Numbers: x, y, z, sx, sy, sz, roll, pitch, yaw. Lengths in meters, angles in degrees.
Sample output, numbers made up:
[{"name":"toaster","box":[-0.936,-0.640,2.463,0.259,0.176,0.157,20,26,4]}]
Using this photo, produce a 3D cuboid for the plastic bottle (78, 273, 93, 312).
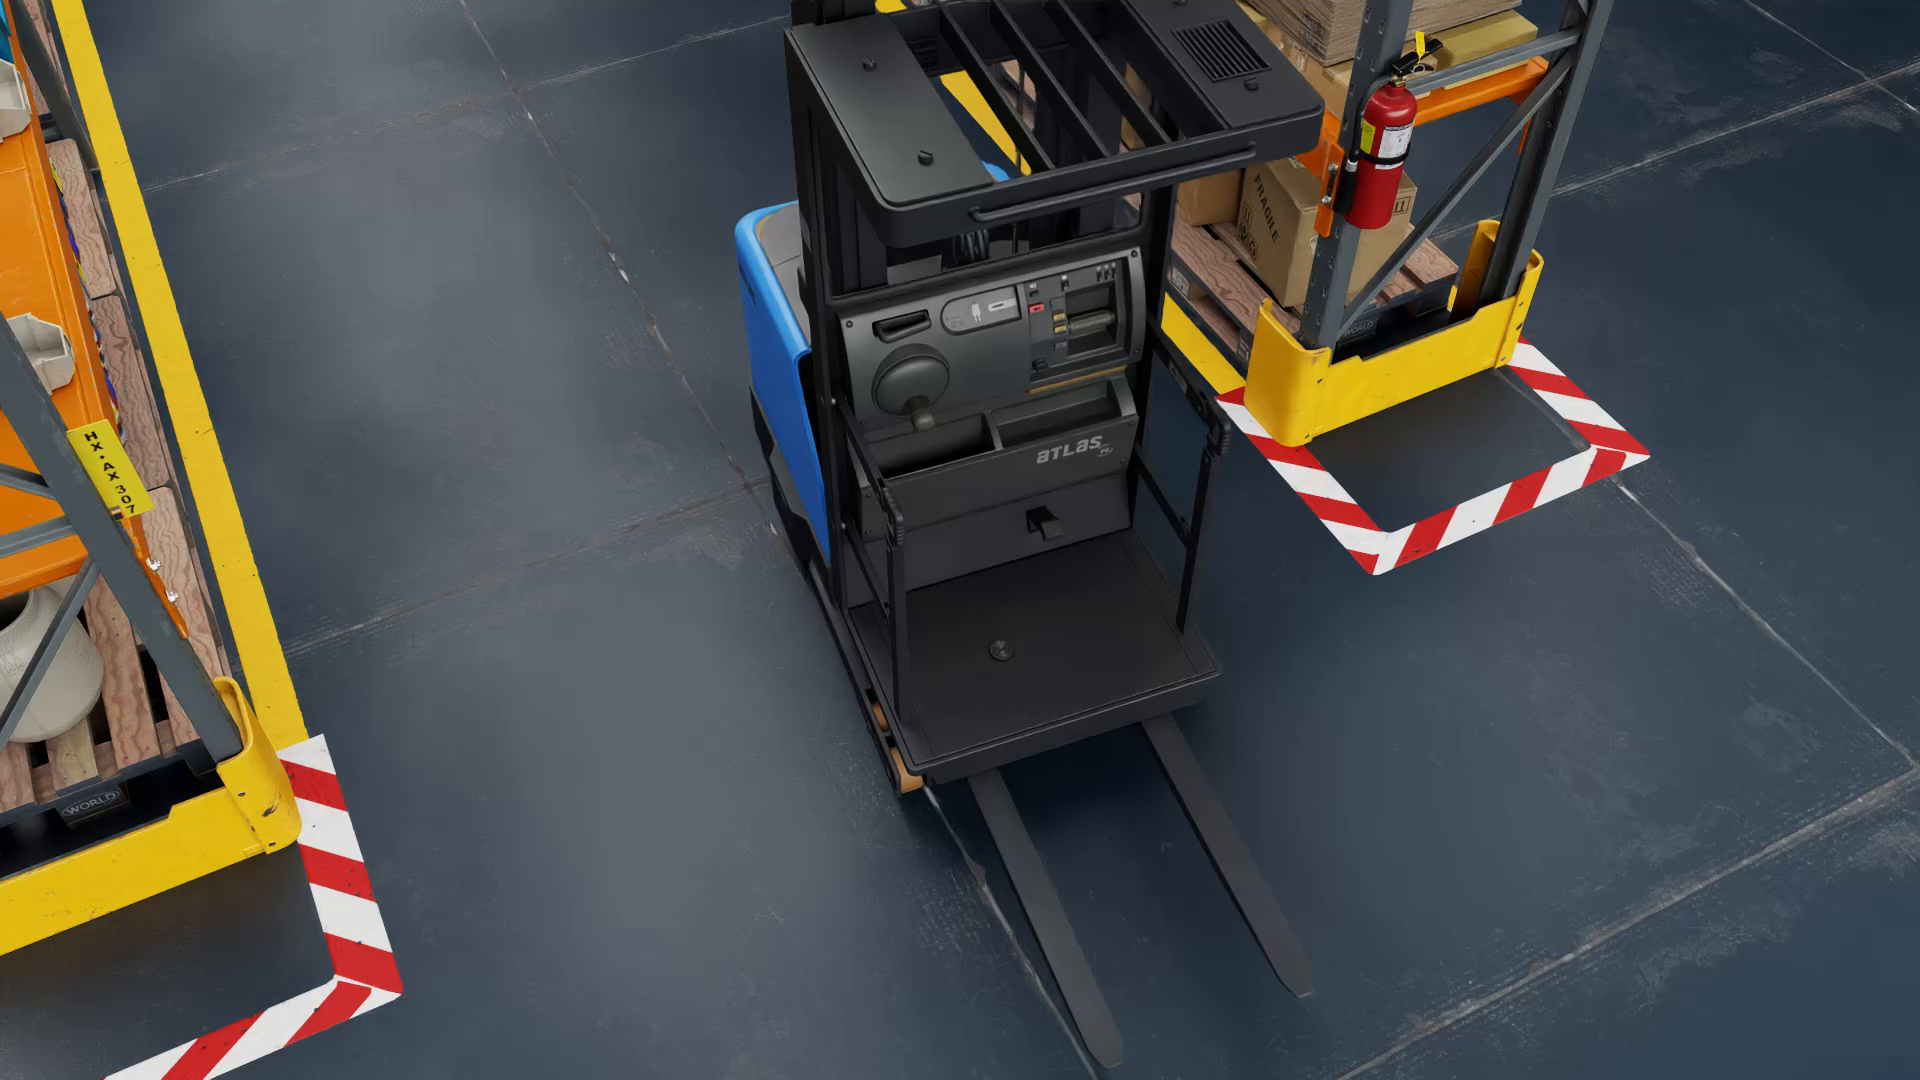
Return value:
[{"name":"plastic bottle","box":[-3.620,-1.036,6.680,0.152,0.276,0.135,-20,52,-17]}]

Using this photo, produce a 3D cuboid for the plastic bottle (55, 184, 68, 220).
[{"name":"plastic bottle","box":[-3.926,-1.515,7.050,0.144,0.351,0.185,-22,53,-18]}]

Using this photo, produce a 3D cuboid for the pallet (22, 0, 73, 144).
[{"name":"pallet","box":[-4.871,-2.168,8.006,1.003,0.211,1.213,-21,52,-18]}]

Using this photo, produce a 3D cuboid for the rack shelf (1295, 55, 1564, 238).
[{"name":"rack shelf","box":[0.842,-2.705,7.101,1.077,0.370,4.000,-21,52,-18]}]

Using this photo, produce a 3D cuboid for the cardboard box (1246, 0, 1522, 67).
[{"name":"cardboard box","box":[1.530,-2.111,5.840,0.875,0.500,0.500,-21,52,-18]}]

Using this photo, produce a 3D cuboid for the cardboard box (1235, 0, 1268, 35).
[{"name":"cardboard box","box":[1.169,-1.957,6.136,0.380,0.149,0.250,-21,52,-18]}]

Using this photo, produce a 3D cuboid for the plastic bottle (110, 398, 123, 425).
[{"name":"plastic bottle","box":[-3.247,-0.511,6.271,0.097,0.201,0.097,0,49,0]}]

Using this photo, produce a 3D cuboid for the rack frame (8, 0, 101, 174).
[{"name":"rack frame","box":[-4.477,-2.574,6.509,1.000,3.000,0.127,-21,52,-18]}]

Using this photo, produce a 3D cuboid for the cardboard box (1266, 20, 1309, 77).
[{"name":"cardboard box","box":[1.329,-1.807,6.005,0.380,0.149,0.250,-21,52,-18]}]

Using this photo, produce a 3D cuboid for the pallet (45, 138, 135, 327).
[{"name":"pallet","box":[-4.207,-1.192,7.152,1.003,0.211,1.213,-21,52,-18]}]

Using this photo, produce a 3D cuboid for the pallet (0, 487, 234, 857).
[{"name":"pallet","box":[-3.091,0.441,5.724,1.003,0.211,1.213,-21,52,-18]}]

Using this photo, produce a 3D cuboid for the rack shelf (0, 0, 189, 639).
[{"name":"rack shelf","box":[-3.562,-0.999,5.609,1.077,0.370,4.000,-21,52,-18]}]

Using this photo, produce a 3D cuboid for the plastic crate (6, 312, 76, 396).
[{"name":"plastic crate","box":[-2.770,-0.520,4.887,0.298,0.136,0.250,-21,52,-18]}]

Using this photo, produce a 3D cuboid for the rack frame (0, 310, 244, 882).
[{"name":"rack frame","box":[-2.647,0.103,4.167,1.000,3.000,0.127,-21,52,-18]}]

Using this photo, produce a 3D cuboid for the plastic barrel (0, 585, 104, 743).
[{"name":"plastic barrel","box":[-3.016,0.370,5.308,0.421,0.512,0.421,0,49,0]}]

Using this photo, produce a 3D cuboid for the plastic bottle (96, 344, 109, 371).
[{"name":"plastic bottle","box":[-3.402,-0.761,6.443,0.097,0.271,0.097,0,49,0]}]

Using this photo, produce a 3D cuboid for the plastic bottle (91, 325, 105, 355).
[{"name":"plastic bottle","box":[-3.447,-0.804,6.527,0.097,0.201,0.097,0,49,0]}]

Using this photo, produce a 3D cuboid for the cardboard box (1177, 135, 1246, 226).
[{"name":"cardboard box","box":[1.182,-1.730,7.152,0.500,0.500,0.500,-9,49,-8]}]

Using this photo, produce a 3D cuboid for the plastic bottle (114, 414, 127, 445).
[{"name":"plastic bottle","box":[-3.199,-0.464,6.184,0.097,0.271,0.097,0,49,0]}]

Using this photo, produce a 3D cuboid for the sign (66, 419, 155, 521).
[{"name":"sign","box":[-2.156,-0.175,4.226,0.100,0.325,0.005,-21,52,-18]}]

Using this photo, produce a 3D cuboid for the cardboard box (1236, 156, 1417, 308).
[{"name":"cardboard box","box":[1.486,-1.342,6.813,0.500,0.500,0.500,-13,50,-11]}]

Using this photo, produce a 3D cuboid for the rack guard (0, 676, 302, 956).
[{"name":"rack guard","box":[-2.724,0.891,5.138,1.175,0.500,0.348,-21,52,-18]}]

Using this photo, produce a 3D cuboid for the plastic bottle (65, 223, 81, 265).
[{"name":"plastic bottle","box":[-3.727,-1.270,6.880,0.061,0.283,0.133,-18,51,-15]}]

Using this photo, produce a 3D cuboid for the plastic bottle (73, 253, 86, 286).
[{"name":"plastic bottle","box":[-3.691,-1.170,6.748,0.144,0.351,0.185,-21,52,-18]}]

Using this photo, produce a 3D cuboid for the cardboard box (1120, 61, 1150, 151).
[{"name":"cardboard box","box":[0.913,-2.156,7.524,0.500,0.500,0.500,-17,51,-14]}]

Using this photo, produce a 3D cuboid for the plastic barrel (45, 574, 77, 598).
[{"name":"plastic barrel","box":[-3.245,0.034,5.601,0.421,0.512,0.421,0,49,0]}]

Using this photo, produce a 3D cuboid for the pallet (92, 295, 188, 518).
[{"name":"pallet","box":[-3.645,-0.375,6.437,1.003,0.211,1.213,-21,52,-18]}]

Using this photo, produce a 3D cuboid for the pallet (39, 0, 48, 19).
[{"name":"pallet","box":[-5.433,-2.986,8.721,1.003,0.211,1.213,-21,52,-18]}]

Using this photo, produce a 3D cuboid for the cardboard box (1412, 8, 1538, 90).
[{"name":"cardboard box","box":[1.839,-1.793,5.992,0.380,0.149,0.250,-21,52,-18]}]

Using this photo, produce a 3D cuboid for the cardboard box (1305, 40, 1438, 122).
[{"name":"cardboard box","box":[1.443,-1.640,5.858,0.380,0.149,0.250,-21,52,-18]}]

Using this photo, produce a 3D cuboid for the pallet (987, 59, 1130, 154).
[{"name":"pallet","box":[0.828,-2.107,7.953,1.003,0.211,1.213,-21,52,-18]}]

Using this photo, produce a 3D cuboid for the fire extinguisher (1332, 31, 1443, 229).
[{"name":"fire extinguisher","box":[1.400,-1.342,5.482,0.296,0.674,0.183,-21,52,-18]}]

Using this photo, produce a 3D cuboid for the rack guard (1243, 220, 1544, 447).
[{"name":"rack guard","box":[1.722,-0.831,6.644,1.175,0.500,0.348,-21,52,-18]}]

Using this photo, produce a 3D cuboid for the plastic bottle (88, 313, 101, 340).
[{"name":"plastic bottle","box":[-3.495,-0.896,6.561,0.097,0.271,0.097,0,49,0]}]

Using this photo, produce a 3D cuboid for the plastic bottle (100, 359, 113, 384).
[{"name":"plastic bottle","box":[-3.356,-0.694,6.384,0.097,0.271,0.097,0,49,0]}]

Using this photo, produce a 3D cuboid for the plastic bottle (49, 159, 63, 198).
[{"name":"plastic bottle","box":[-3.964,-1.616,7.183,0.061,0.283,0.133,-19,51,-16]}]

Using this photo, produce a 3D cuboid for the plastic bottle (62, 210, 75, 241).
[{"name":"plastic bottle","box":[-3.839,-1.387,6.937,0.144,0.351,0.185,-24,53,-19]}]

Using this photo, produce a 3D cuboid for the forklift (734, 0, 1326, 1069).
[{"name":"forklift","box":[0.186,-0.491,4.732,1.130,2.935,3.031,-16,51,-13]}]

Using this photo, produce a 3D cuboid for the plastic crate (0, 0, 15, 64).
[{"name":"plastic crate","box":[-3.729,-1.878,5.998,0.499,0.251,0.616,-21,52,-18]}]

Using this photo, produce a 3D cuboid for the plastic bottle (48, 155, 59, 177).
[{"name":"plastic bottle","box":[-4.034,-1.662,7.278,0.097,0.201,0.097,0,49,0]}]

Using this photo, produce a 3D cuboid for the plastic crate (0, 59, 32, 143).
[{"name":"plastic crate","box":[-3.509,-1.488,5.734,0.530,0.136,0.437,-21,52,-18]}]

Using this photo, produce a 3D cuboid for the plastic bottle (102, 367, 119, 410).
[{"name":"plastic bottle","box":[-3.287,-0.626,6.317,0.061,0.283,0.133,-20,52,-17]}]

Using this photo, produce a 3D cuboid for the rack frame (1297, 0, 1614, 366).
[{"name":"rack frame","box":[1.757,-1.603,5.659,1.000,3.000,0.127,-21,52,-18]}]

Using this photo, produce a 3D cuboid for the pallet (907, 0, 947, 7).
[{"name":"pallet","box":[0.265,-2.925,8.668,1.003,0.211,1.213,-21,52,-18]}]

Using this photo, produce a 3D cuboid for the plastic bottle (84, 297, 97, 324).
[{"name":"plastic bottle","box":[-3.541,-0.941,6.647,0.097,0.201,0.097,0,49,0]}]

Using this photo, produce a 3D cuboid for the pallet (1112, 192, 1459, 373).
[{"name":"pallet","box":[1.382,-1.292,7.239,1.003,0.211,1.213,-21,52,-18]}]
